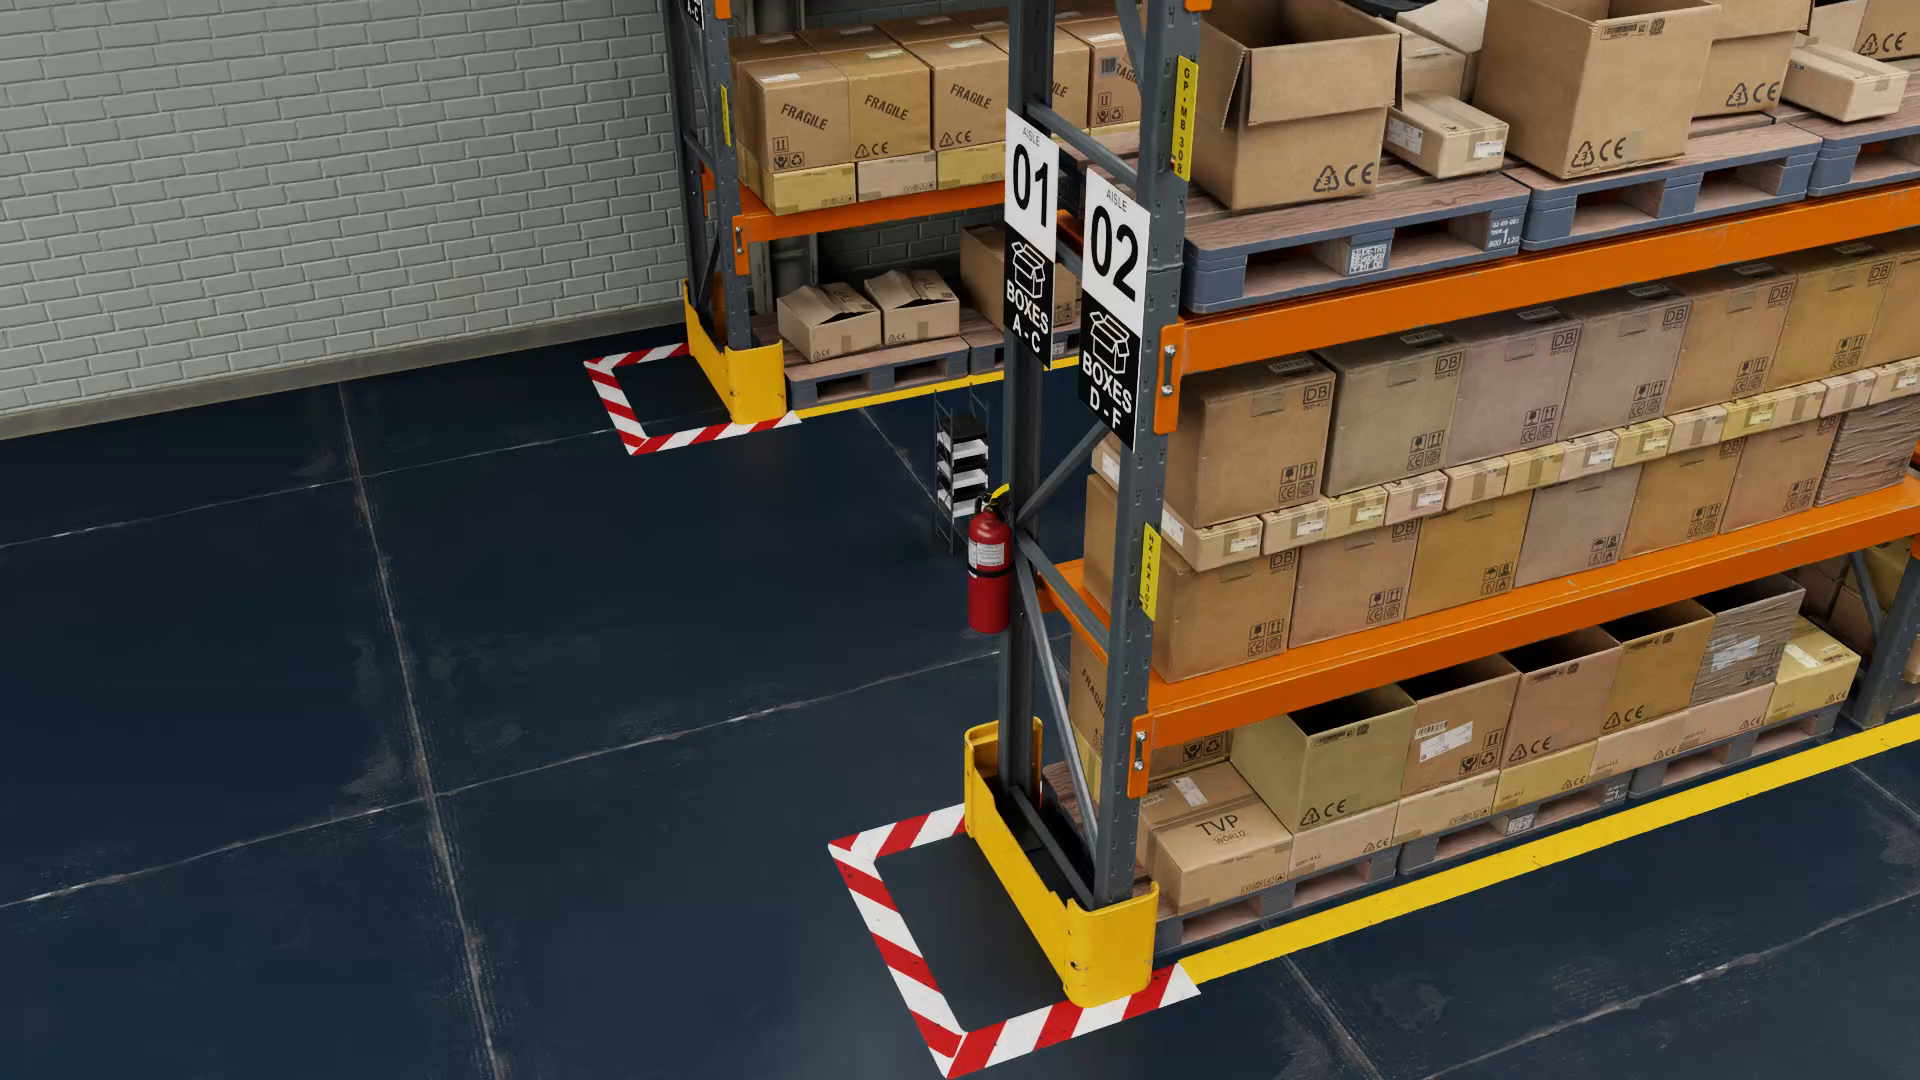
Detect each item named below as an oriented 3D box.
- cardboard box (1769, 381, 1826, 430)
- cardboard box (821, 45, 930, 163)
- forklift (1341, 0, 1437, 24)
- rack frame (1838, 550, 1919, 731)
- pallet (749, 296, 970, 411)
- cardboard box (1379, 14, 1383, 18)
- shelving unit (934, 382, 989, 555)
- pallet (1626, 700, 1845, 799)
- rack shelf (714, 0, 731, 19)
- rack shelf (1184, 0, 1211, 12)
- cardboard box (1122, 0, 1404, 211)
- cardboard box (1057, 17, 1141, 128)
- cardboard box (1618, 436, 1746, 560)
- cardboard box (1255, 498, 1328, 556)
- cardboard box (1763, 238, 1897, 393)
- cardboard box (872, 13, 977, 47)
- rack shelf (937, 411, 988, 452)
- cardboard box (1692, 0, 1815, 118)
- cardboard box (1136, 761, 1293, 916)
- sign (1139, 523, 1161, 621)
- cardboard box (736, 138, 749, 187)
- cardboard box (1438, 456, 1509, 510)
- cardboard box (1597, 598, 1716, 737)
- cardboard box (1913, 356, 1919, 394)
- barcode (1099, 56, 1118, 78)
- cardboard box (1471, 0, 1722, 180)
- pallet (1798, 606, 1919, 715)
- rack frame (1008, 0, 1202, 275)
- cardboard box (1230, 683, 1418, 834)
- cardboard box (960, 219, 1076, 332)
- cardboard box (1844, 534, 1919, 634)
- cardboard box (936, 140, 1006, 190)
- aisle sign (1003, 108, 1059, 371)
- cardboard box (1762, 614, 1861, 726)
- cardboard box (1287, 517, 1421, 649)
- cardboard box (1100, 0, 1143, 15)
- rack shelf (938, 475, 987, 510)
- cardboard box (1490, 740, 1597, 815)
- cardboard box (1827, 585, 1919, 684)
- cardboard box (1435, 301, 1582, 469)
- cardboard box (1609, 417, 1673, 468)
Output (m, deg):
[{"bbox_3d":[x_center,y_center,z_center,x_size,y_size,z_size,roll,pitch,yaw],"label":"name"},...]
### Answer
[{"bbox_3d":[3.216,-0.609,6.668,0.250,0.149,0.380,-13,35,-19],"label":"cardboard box"},{"bbox_3d":[-0.499,-2.579,9.813,0.500,0.500,0.500,-13,35,-19],"label":"cardboard box"},{"bbox_3d":[2.561,-1.646,9.010,3.031,2.935,1.130,-10,34,-16],"label":"forklift"},{"bbox_3d":[4.094,-0.624,7.377,0.127,3.000,1.000,-13,35,-19],"label":"rack frame"},{"bbox_3d":[-0.682,-1.271,10.928,1.213,0.211,1.003,-13,35,-19],"label":"pallet"},{"bbox_3d":[2.656,-3.431,11.196,0.500,0.500,0.700,-13,35,-19],"label":"cardboard box"},{"bbox_3d":[0.007,-0.379,8.925,0.210,0.900,0.258,-13,35,-19],"label":"shelving unit"},{"bbox_3d":[3.345,0.691,7.912,1.213,0.211,1.003,-13,35,-19],"label":"pallet"},{"bbox_3d":[0.329,-3.648,9.933,4.000,0.370,1.077,-13,35,-19],"label":"rack shelf"},{"bbox_3d":[2.250,-2.247,5.397,4.000,0.370,1.077,-13,35,-19],"label":"rack shelf"},{"bbox_3d":[0.938,-1.434,5.263,0.637,0.503,0.797,-10,34,-16],"label":"cardboard box"},{"bbox_3d":[0.931,-2.910,10.321,0.500,0.500,0.500,-14,36,-20],"label":"cardboard box"},{"bbox_3d":[2.740,-0.351,6.865,0.500,0.500,0.700,-12,35,-18],"label":"cardboard box"},{"bbox_3d":[1.094,-0.125,5.924,0.250,0.149,0.380,-14,36,-20],"label":"cardboard box"},{"bbox_3d":[3.222,-1.006,6.682,0.500,0.500,0.700,-13,35,-19],"label":"cardboard box"},{"bbox_3d":[-0.220,-2.949,10.381,0.500,0.500,0.500,-14,36,-20],"label":"cardboard box"},{"bbox_3d":[0.008,-0.577,8.796,0.200,0.077,0.258,-13,35,-19],"label":"rack shelf"},{"bbox_3d":[2.527,-1.875,5.941,0.637,0.503,0.797,-9,34,-14],"label":"cardboard box"},{"bbox_3d":[0.987,1.195,6.717,0.500,0.250,0.500,-13,35,-19],"label":"cardboard box"},{"bbox_3d":[0.616,0.104,5.391,0.005,0.325,0.100,-13,35,-19],"label":"sign"},{"bbox_3d":[-1.159,-2.412,10.243,0.500,0.250,0.500,-12,35,-18],"label":"cardboard box"},{"bbox_3d":[1.803,-0.287,6.172,0.250,0.149,0.380,-14,36,-21],"label":"cardboard box"},{"bbox_3d":[2.826,0.453,7.170,0.500,0.500,0.500,-13,35,-19],"label":"cardboard box"},{"bbox_3d":[3.927,-0.773,6.919,0.250,0.149,0.380,-13,35,-19],"label":"cardboard box"},{"bbox_3d":[0.498,-1.587,5.574,0.075,0.075,0.001,-13,35,-19],"label":"barcode"},{"bbox_3d":[2.043,-1.527,5.409,0.500,0.500,0.500,-13,35,-19],"label":"cardboard box"},{"bbox_3d":[4.759,0.369,8.407,1.213,0.211,1.003,-13,35,-19],"label":"pallet"},{"bbox_3d":[0.406,-2.294,4.443,0.127,3.000,1.000,-13,35,-19],"label":"rack frame"},{"bbox_3d":[1.447,0.774,6.676,0.500,0.500,0.500,-13,35,-19],"label":"cardboard box"},{"bbox_3d":[0.379,-1.758,11.007,0.500,0.500,0.700,-15,36,-22],"label":"cardboard box"},{"bbox_3d":[4.572,0.155,7.801,0.500,0.311,0.500,-13,35,-19],"label":"cardboard box"},{"bbox_3d":[0.003,-2.380,10.195,0.500,0.250,0.500,-13,35,-20],"label":"cardboard box"},{"bbox_3d":[0.232,-1.003,5.576,0.004,0.787,0.394,-13,35,-19],"label":"aisle sign"},{"bbox_3d":[3.751,0.560,7.693,0.500,0.250,0.500,-13,35,-19],"label":"cardboard box"},{"bbox_3d":[1.324,-0.027,6.368,0.500,0.500,0.700,-12,35,-18],"label":"cardboard box"},{"bbox_3d":[1.181,-3.273,10.879,0.500,0.500,0.500,-13,35,-19],"label":"cardboard box"},{"bbox_3d":[0.007,-0.276,8.992,0.200,0.077,0.258,-13,35,-19],"label":"rack shelf"},{"bbox_3d":[2.370,0.879,7.202,0.500,0.250,0.500,-13,35,-19],"label":"cardboard box"},{"bbox_3d":[4.562,0.392,7.952,0.500,0.250,0.500,-14,35,-20],"label":"cardboard box"},{"bbox_3d":[1.838,-0.689,6.196,0.500,0.500,0.700,-13,35,-19],"label":"cardboard box"},{"bbox_3d":[2.511,-0.448,6.420,0.250,0.149,0.380,-12,35,-17],"label":"cardboard box"}]
